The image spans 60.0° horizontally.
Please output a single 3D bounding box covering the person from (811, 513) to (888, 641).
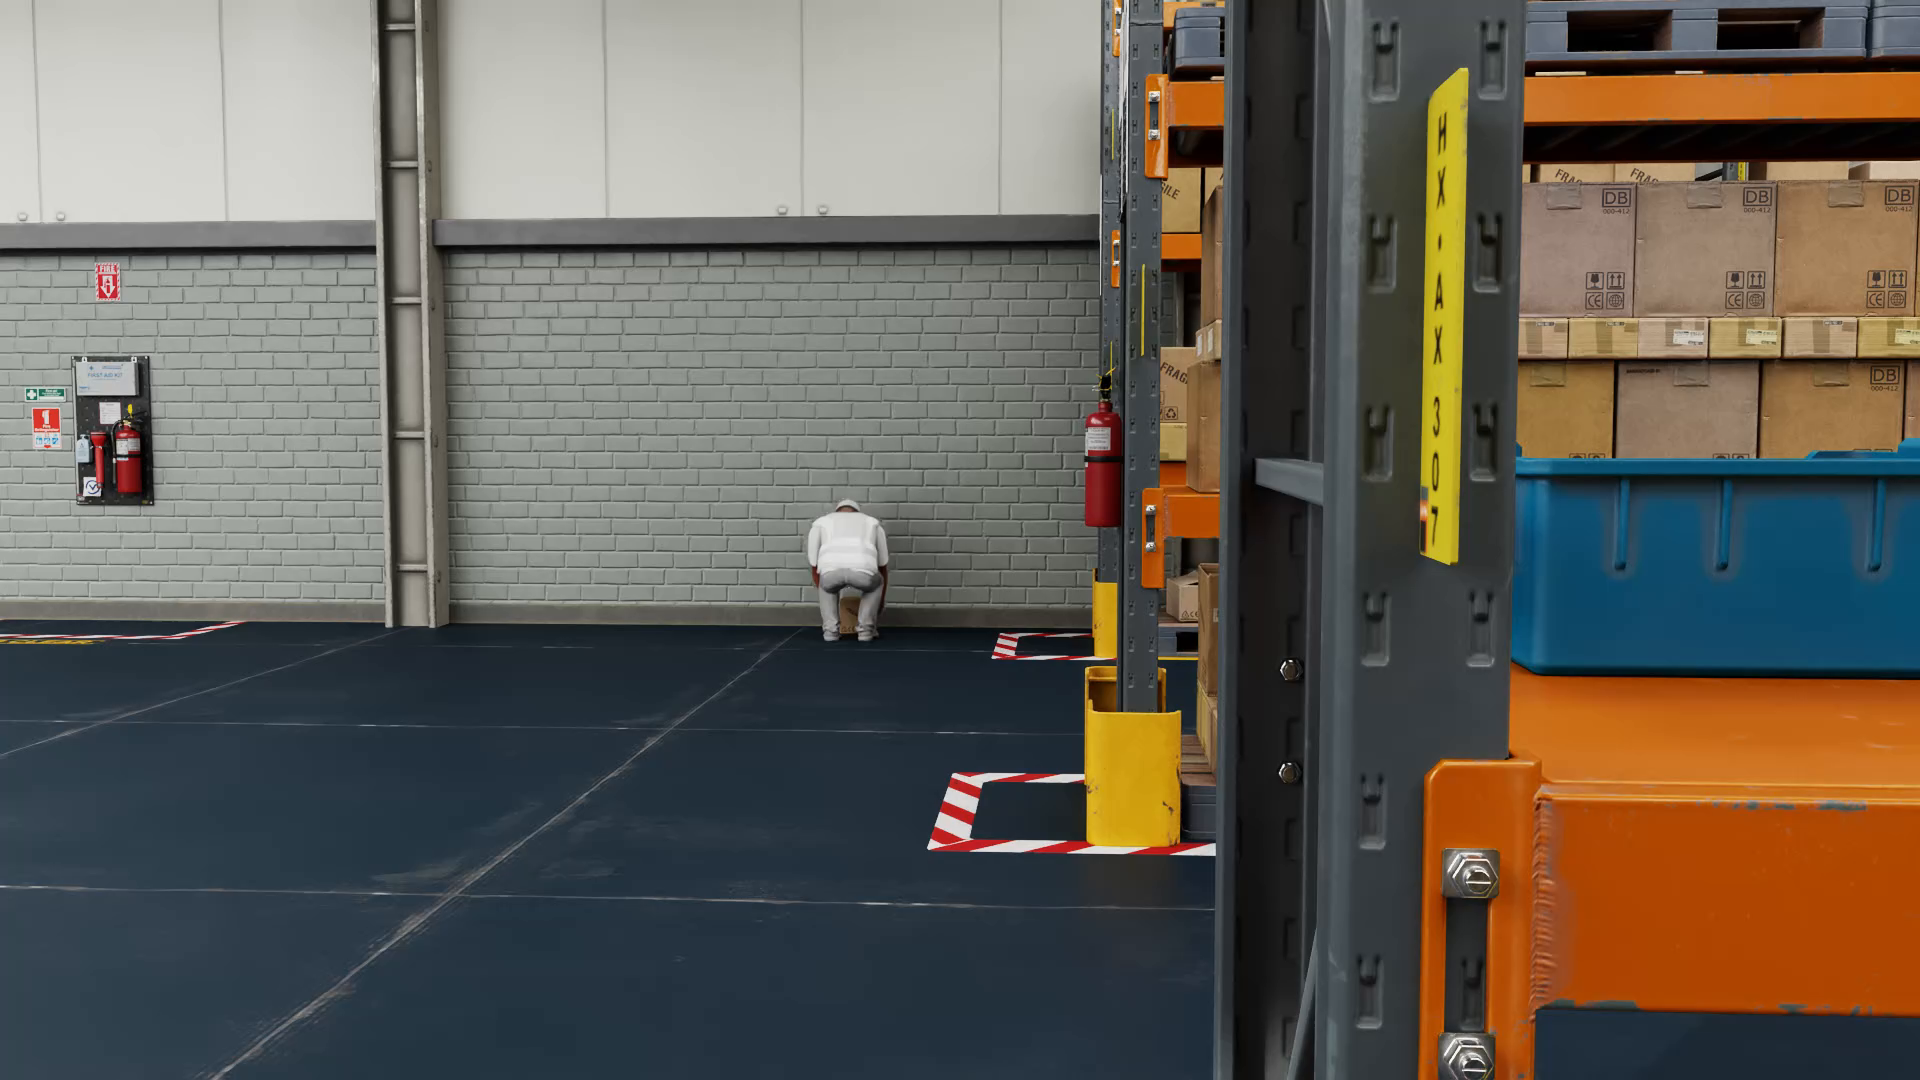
[{"bbox_3d":[-0.825,0.267,12.139,0.559,0.895,0.894,0,4,4],"label":"person"}]
